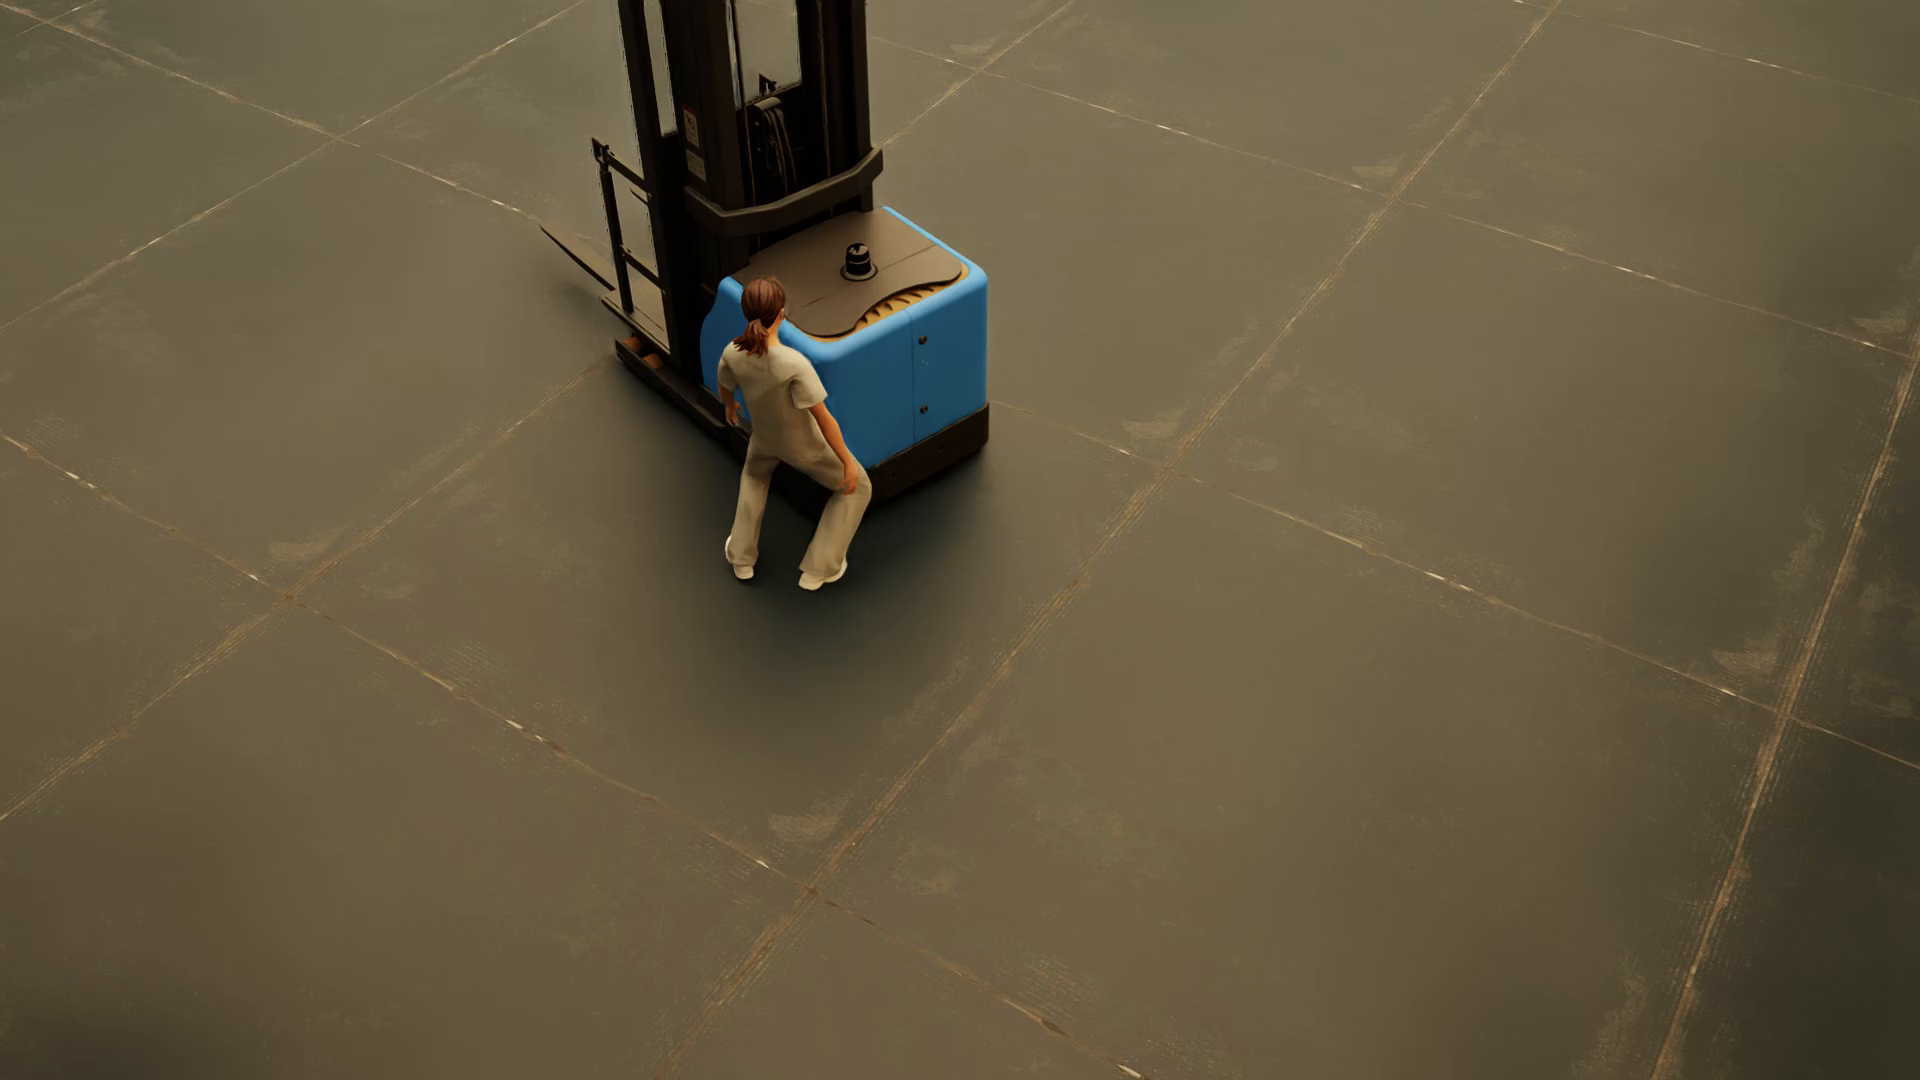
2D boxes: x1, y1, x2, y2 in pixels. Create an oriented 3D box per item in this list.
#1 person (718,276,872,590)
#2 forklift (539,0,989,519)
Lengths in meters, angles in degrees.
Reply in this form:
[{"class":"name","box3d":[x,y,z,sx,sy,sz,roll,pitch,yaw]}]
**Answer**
[{"class":"person","box3d":[-0.747,-0.453,7.314,0.797,1.589,0.494,24,48,23]},{"class":"forklift","box3d":[-1.191,-2.087,8.050,1.130,2.935,3.031,-30,51,-28]}]
